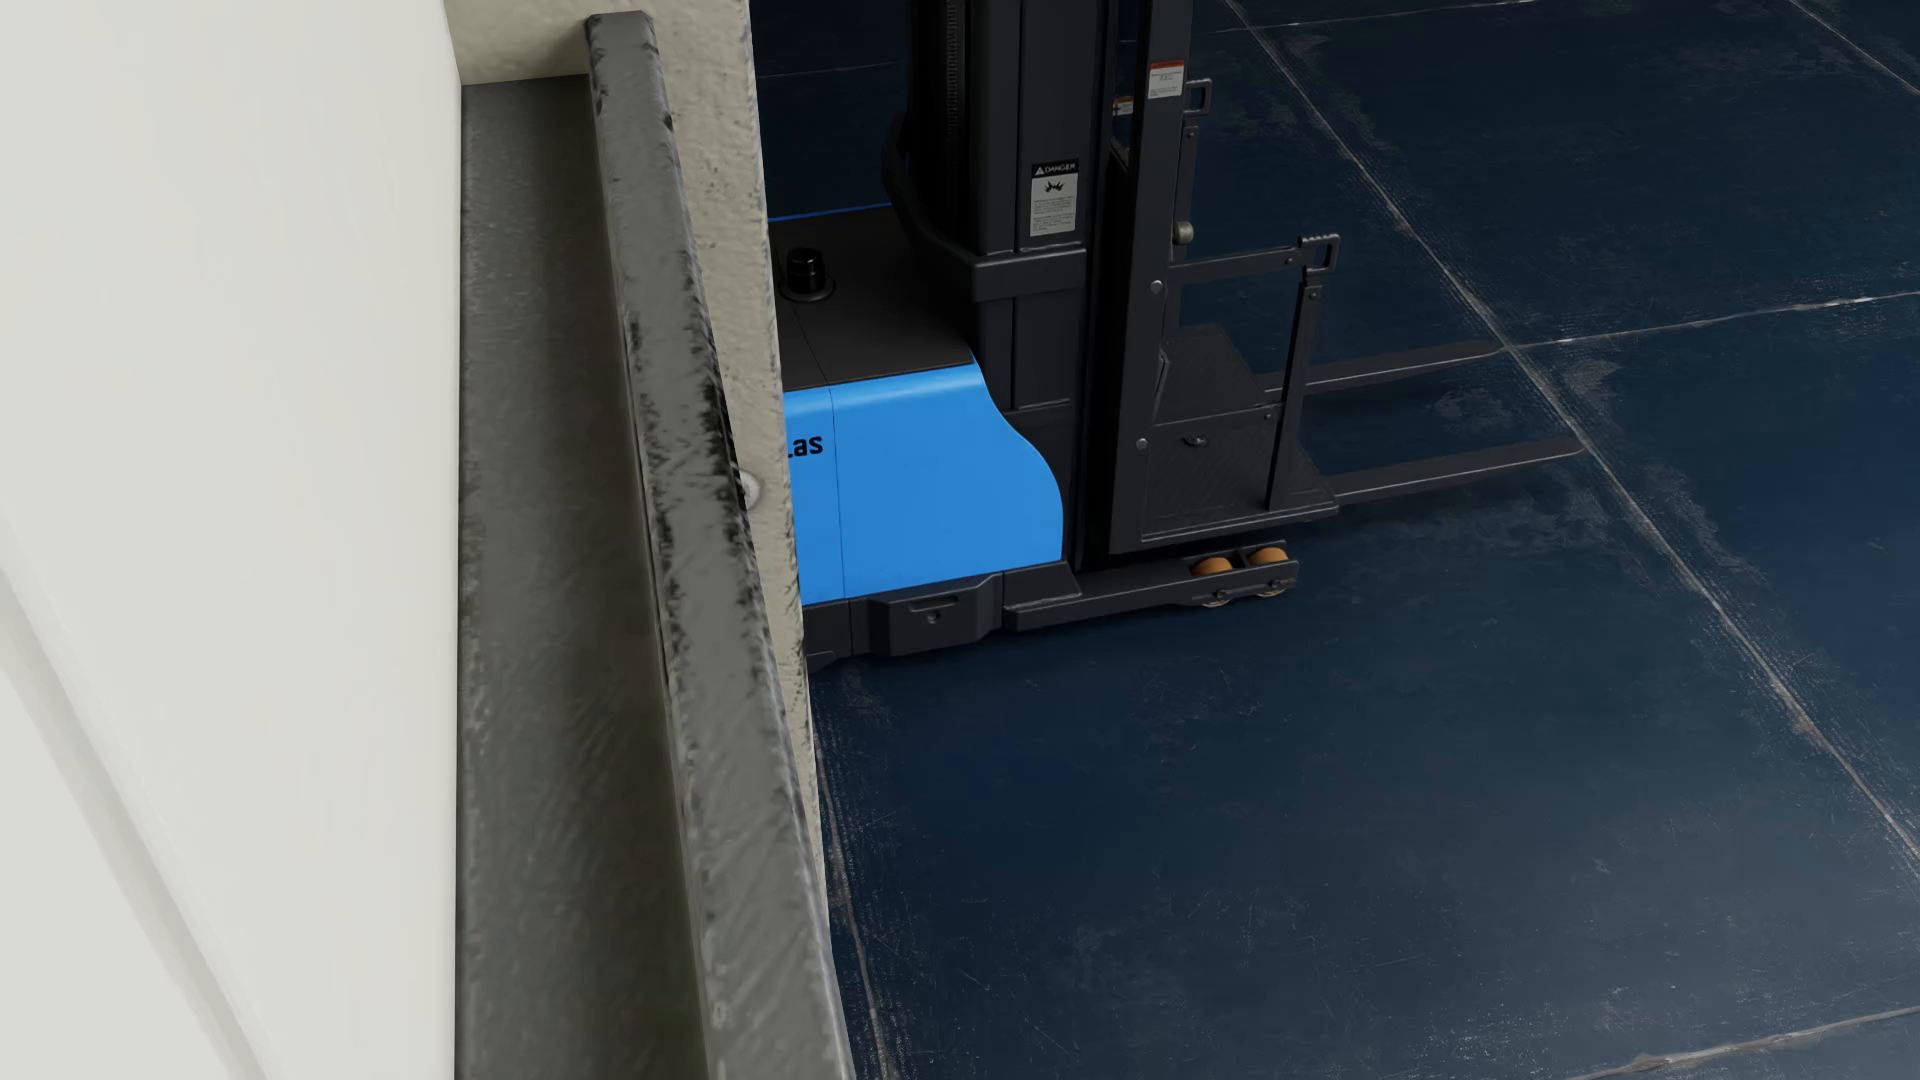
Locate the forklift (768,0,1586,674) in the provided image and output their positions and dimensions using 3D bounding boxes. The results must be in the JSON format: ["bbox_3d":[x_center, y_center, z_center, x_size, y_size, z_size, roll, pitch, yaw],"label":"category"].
[{"bbox_3d":[0.626,-1.205,4.900,3.031,2.935,1.130,-10,43,-11],"label":"forklift"}]
